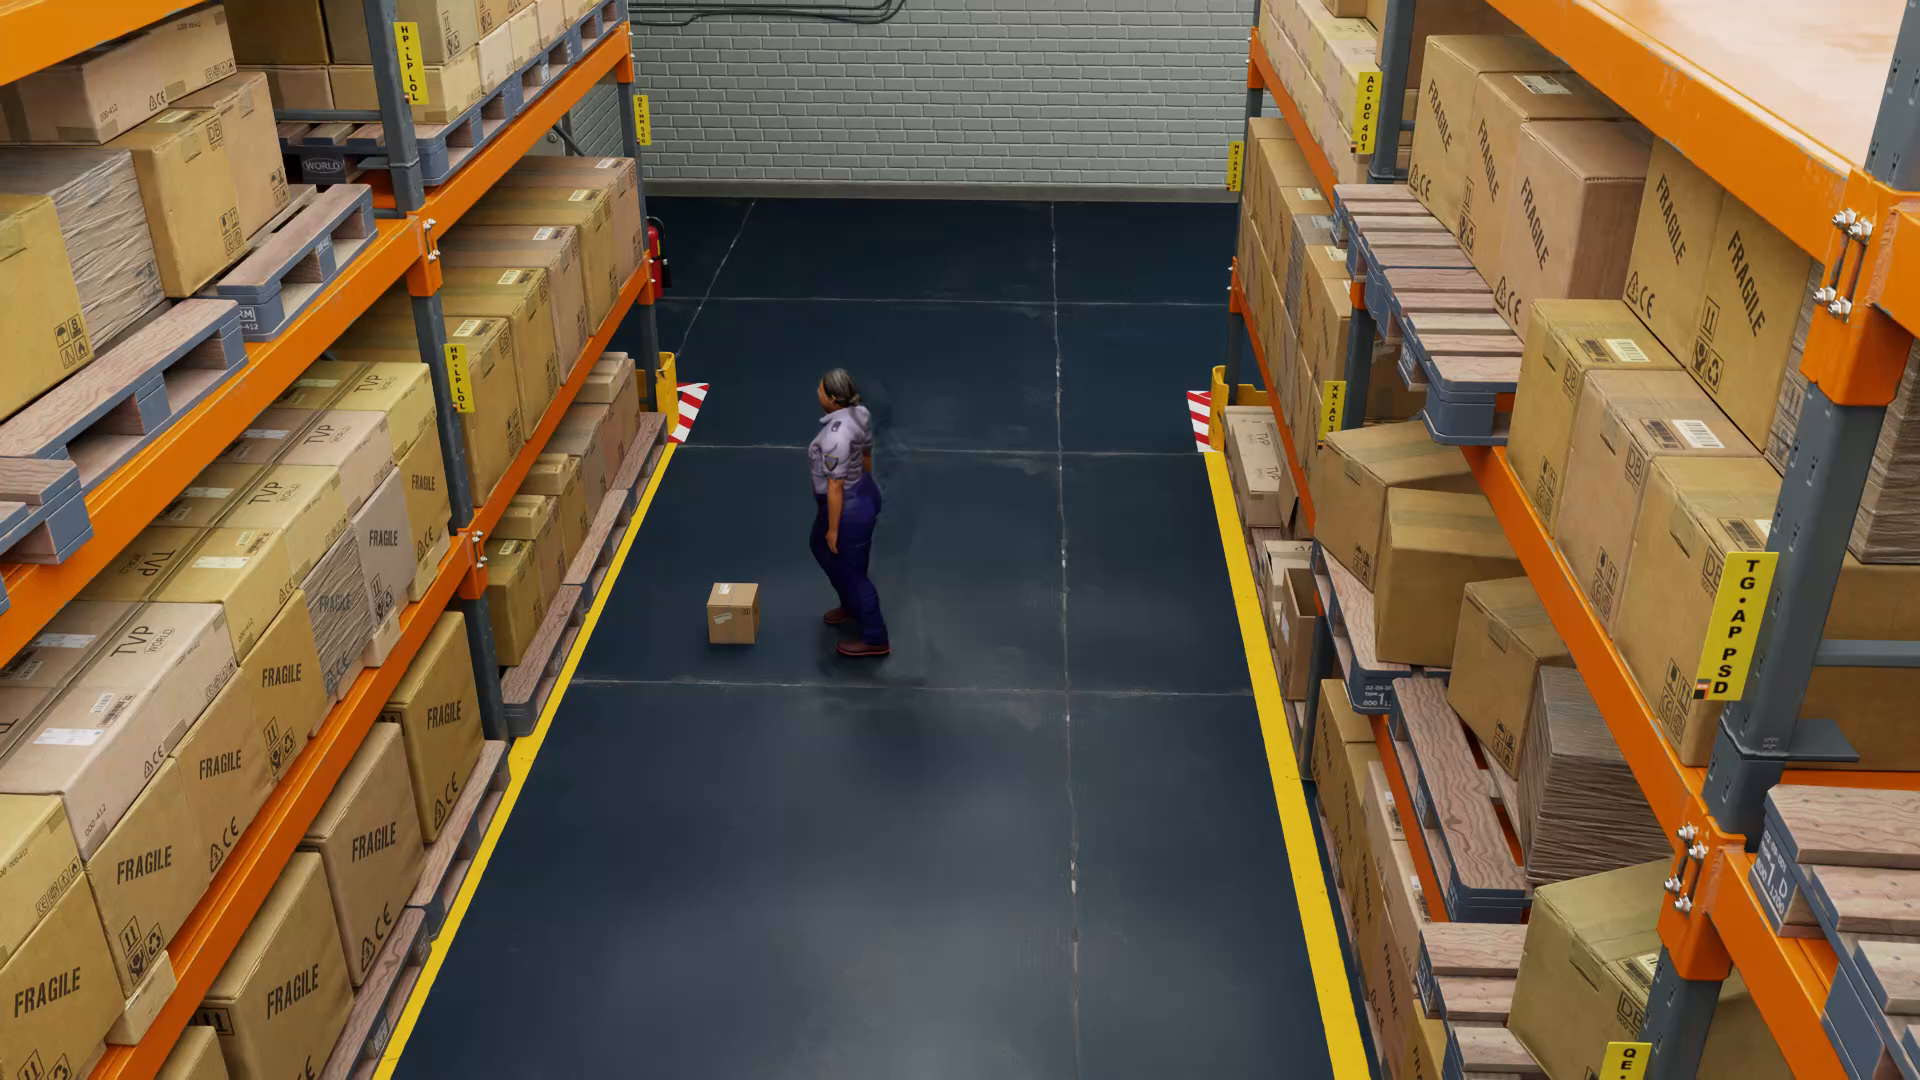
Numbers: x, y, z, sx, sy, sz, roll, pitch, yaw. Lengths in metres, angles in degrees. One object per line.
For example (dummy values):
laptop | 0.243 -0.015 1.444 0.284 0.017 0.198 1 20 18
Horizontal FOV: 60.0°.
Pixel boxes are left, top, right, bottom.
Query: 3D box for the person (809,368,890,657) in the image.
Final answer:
person | -0.616 -0.161 8.905 0.515 1.631 0.491 5 29 10
